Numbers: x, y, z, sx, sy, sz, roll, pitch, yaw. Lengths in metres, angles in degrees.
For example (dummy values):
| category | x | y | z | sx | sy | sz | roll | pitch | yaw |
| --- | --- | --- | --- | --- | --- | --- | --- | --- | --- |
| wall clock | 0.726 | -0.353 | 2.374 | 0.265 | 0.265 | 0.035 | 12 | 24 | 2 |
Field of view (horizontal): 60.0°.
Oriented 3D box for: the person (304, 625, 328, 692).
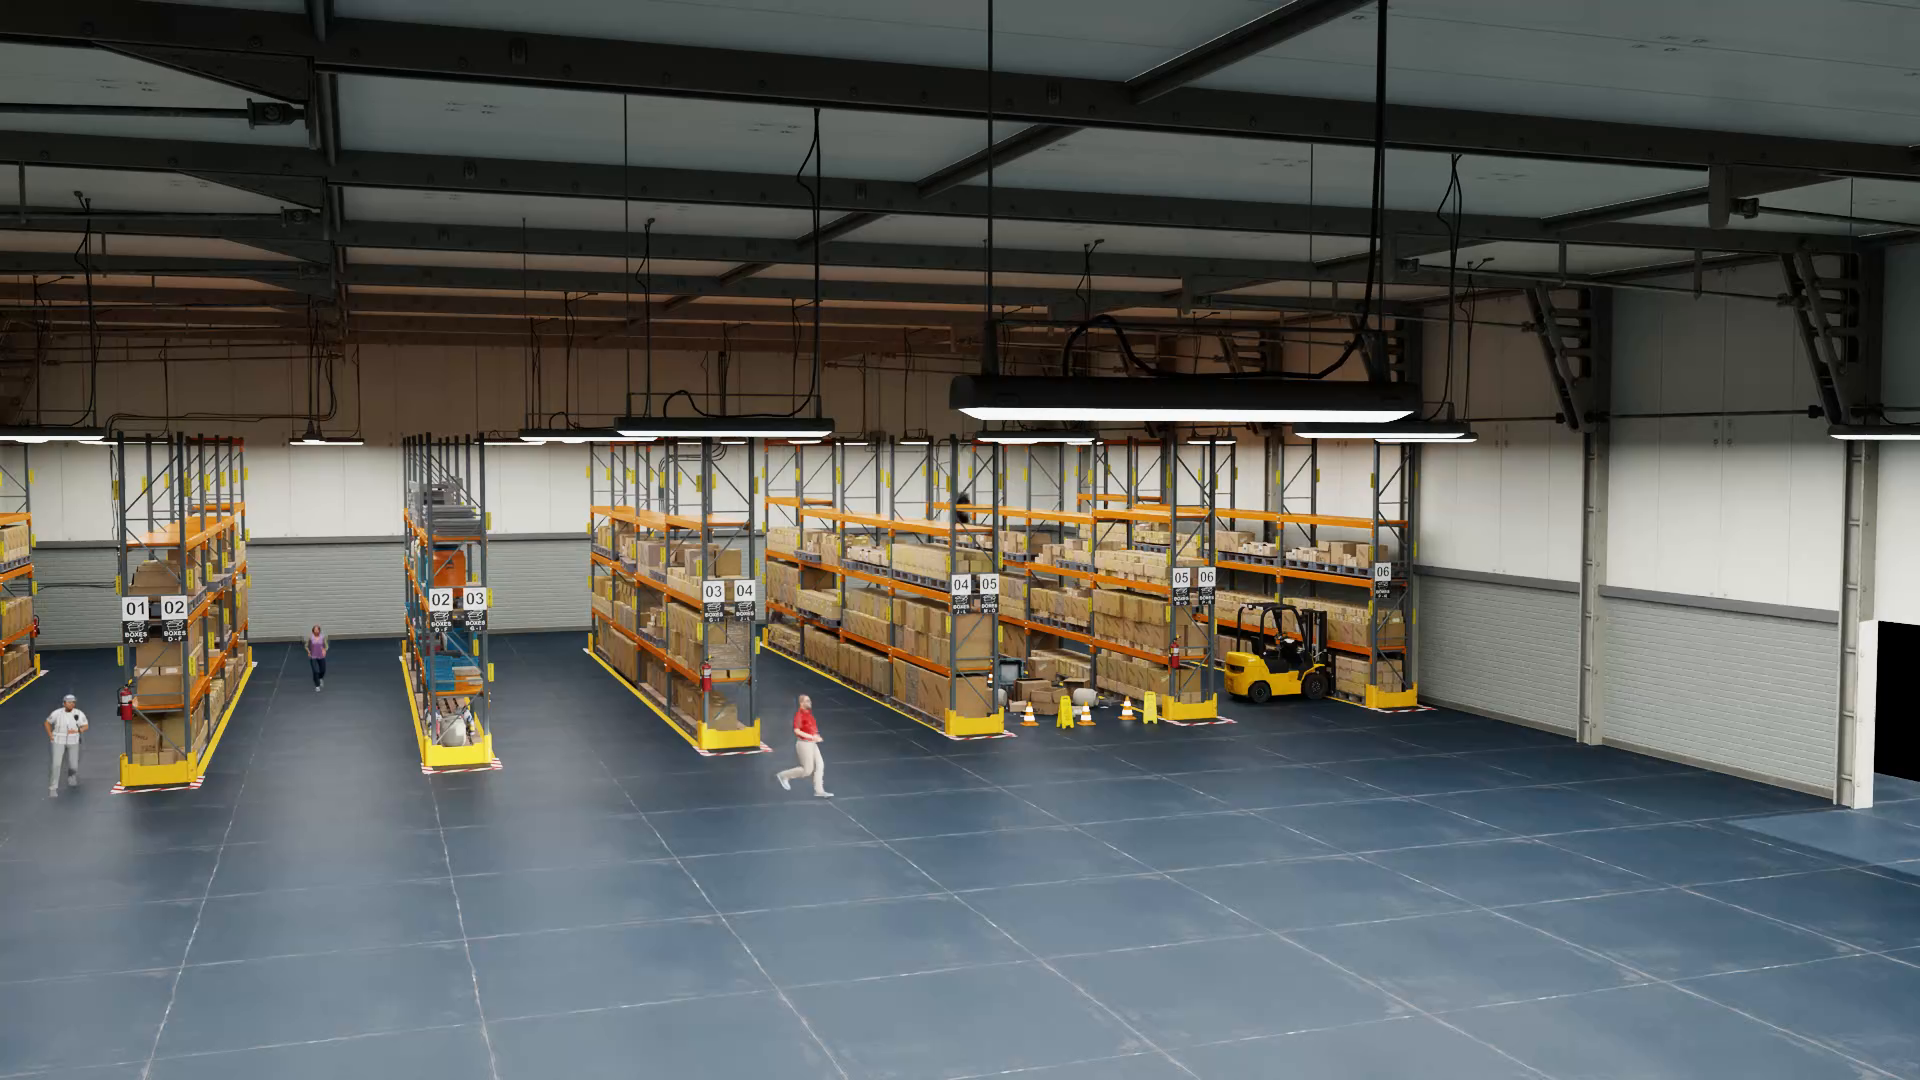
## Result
| category | x | y | z | sx | sy | sz | roll | pitch | yaw |
| --- | --- | --- | --- | --- | --- | --- | --- | --- | --- |
| person | -15.148 | 2.777 | 39.153 | 0.535 | 1.548 | 0.567 | -2 | 4 | -27 |

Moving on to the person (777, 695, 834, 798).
| category | x | y | z | sx | sy | sz | roll | pitch | yaw |
| --- | --- | --- | --- | --- | --- | --- | --- | --- | --- |
| person | -2.517 | 3.371 | 27.197 | 0.917 | 1.692 | 0.678 | 1 | 3 | 9 |

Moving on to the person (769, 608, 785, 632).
| category | x | y | z | sx | sy | sz | roll | pitch | yaw |
| --- | --- | --- | --- | --- | --- | --- | --- | --- | --- |
| person | -5.444 | 2.119 | 49.471 | 0.704 | 1.777 | 0.675 | -1 | 3 | -10 |

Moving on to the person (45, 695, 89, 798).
| category | x | y | z | sx | sy | sz | roll | pitch | yaw |
| --- | --- | --- | --- | --- | --- | --- | --- | --- | --- |
| person | -14.856 | 3.398 | 27.681 | 0.633 | 1.646 | 0.839 | -2 | 4 | -33 |
